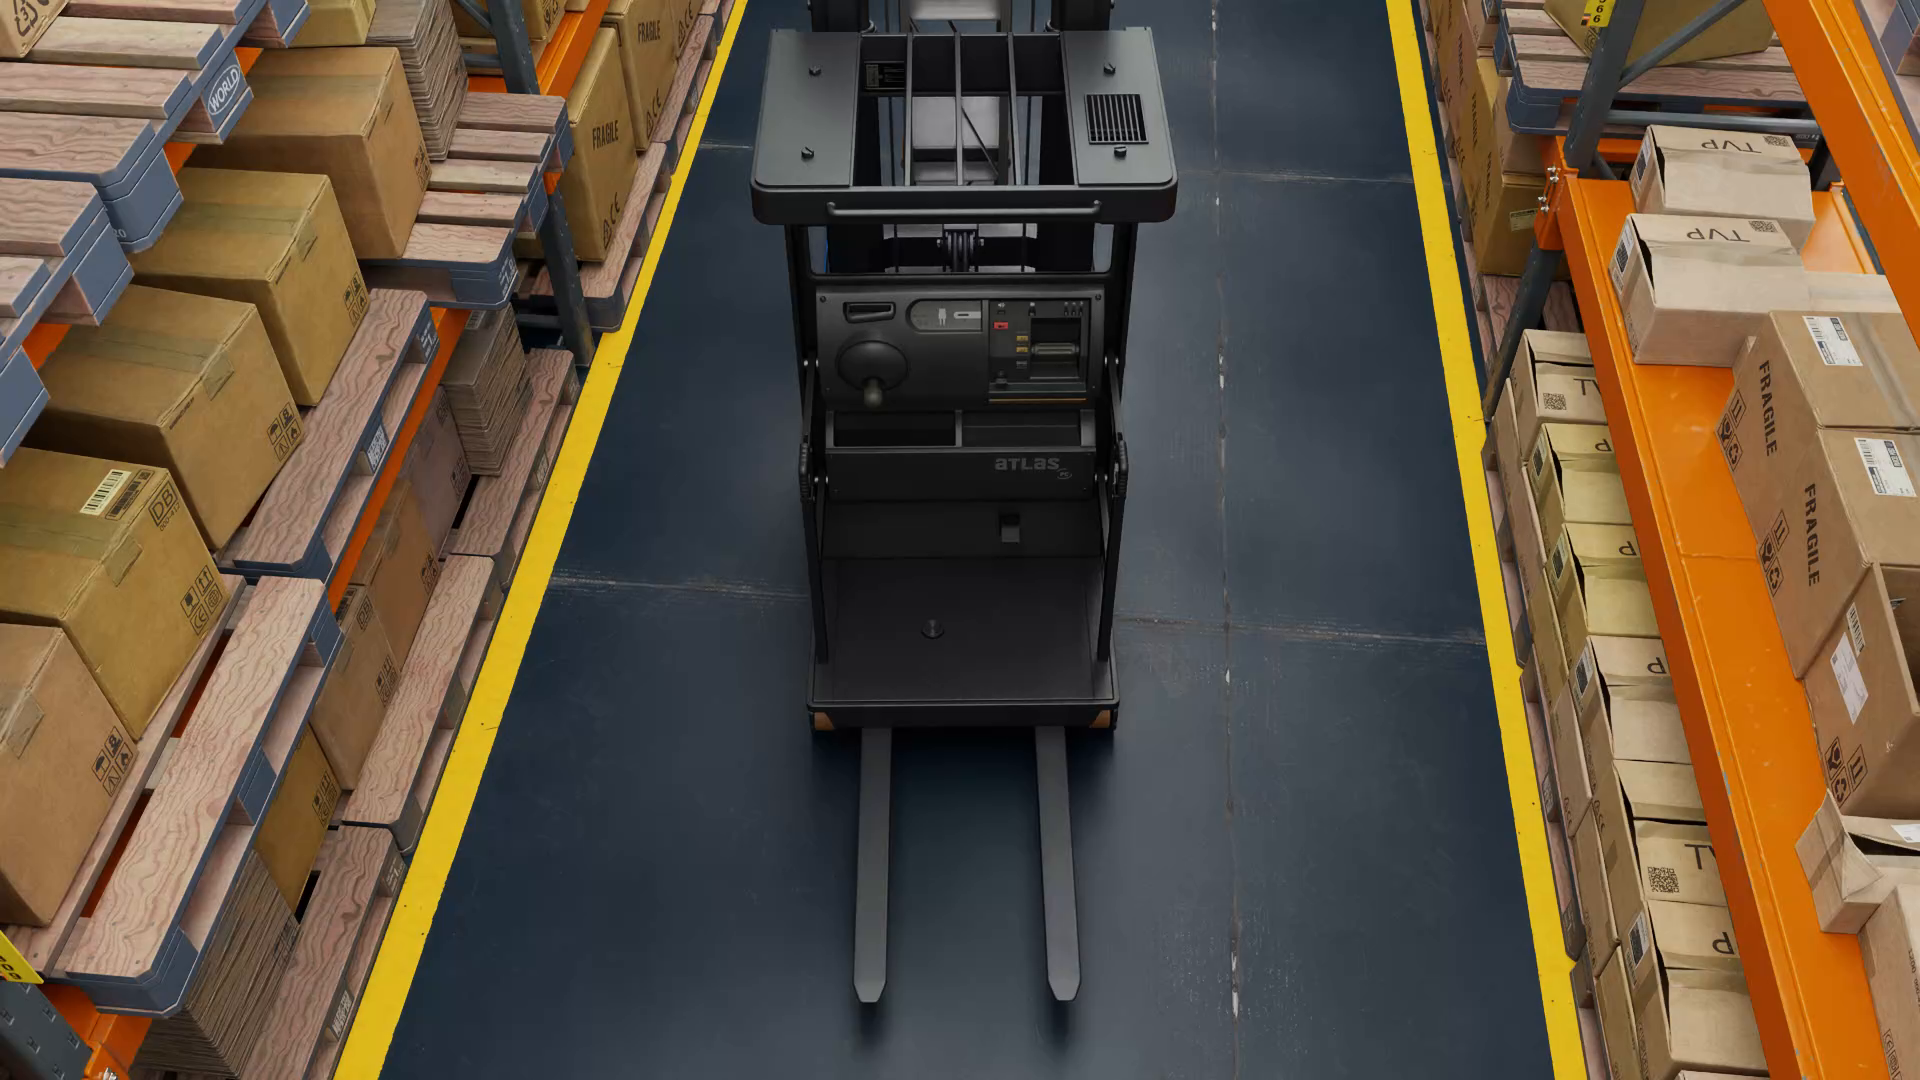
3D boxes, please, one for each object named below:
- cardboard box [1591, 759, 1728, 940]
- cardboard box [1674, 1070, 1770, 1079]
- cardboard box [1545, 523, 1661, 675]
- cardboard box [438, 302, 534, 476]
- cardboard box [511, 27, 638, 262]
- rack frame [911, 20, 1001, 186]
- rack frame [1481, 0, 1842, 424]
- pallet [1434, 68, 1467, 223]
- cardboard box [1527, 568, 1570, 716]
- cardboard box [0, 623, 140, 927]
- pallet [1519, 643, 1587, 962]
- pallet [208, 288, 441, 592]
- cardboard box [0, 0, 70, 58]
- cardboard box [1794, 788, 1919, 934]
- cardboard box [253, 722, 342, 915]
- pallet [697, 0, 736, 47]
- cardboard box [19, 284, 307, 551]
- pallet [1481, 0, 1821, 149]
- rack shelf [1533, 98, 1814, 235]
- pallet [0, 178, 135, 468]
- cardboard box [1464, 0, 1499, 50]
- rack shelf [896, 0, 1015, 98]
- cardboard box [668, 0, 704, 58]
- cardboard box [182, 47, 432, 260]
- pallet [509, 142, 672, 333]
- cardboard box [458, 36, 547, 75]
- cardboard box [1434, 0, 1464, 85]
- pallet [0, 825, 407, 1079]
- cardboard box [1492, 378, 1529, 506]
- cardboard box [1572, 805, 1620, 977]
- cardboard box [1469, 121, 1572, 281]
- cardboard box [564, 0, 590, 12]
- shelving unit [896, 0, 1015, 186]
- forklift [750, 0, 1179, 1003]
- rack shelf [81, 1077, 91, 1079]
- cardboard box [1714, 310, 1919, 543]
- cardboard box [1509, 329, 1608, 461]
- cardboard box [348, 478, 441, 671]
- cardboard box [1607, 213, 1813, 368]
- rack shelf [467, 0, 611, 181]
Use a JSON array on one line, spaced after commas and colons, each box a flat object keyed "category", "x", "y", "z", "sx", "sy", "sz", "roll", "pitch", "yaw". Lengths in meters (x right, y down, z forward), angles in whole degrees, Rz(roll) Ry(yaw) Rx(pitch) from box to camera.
[{"category": "cardboard box", "x": 2.255, "y": 0.941, "z": 5.055, "sx": 0.500, "sy": 0.311, "sz": 0.500, "roll": 4, "pitch": 48, "yaw": 3}, {"category": "cardboard box", "x": 2.166, "y": 1.691, "z": 4.370, "sx": 0.500, "sy": 0.311, "sz": 0.500, "roll": 4, "pitch": 48, "yaw": 4}, {"category": "cardboard box", "x": 2.351, "y": 0.195, "z": 5.738, "sx": 0.500, "sy": 0.311, "sz": 0.500, "roll": 3, "pitch": 48, "yaw": 2}, {"category": "cardboard box", "x": -2.168, "y": -0.631, "z": 6.691, "sx": 0.700, "sy": 0.500, "sz": 0.500, "roll": 4, "pitch": 48, "yaw": 4}, {"category": "cardboard box", "x": -1.956, "y": -1.807, "z": 7.542, "sx": 0.750, "sy": 0.750, "sz": 0.750, "roll": 3, "pitch": 48, "yaw": 3}, {"category": "rack frame", "x": -0.022, "y": -1.738, "z": 6.917, "sx": 0.400, "sy": 2.100, "sz": 0.015, "roll": 0, "pitch": 48, "yaw": 0}, {"category": "rack frame", "x": 2.779, "y": -1.529, "z": 6.115, "sx": 1.000, "sy": 3.000, "sz": 0.127, "roll": 4, "pitch": 48, "yaw": 4}, {"category": "pallet", "x": 2.999, "y": -2.028, "z": 8.462, "sx": 1.003, "sy": 0.211, "sz": 1.213, "roll": 4, "pitch": 48, "yaw": 4}, {"category": "cardboard box", "x": 2.353, "y": 0.374, "z": 5.954, "sx": 0.500, "sy": 0.250, "sz": 0.500, "roll": 3, "pitch": 48, "yaw": 2}, {"category": "cardboard box", "x": -2.438, "y": 0.526, "z": 3.870, "sx": 0.700, "sy": 0.500, "sz": 0.500, "roll": 4, "pitch": 48, "yaw": 4}, {"category": "pallet", "x": 2.552, "y": 0.909, "z": 5.776, "sx": 1.003, "sy": 0.211, "sz": 1.213, "roll": 4, "pitch": 48, "yaw": 4}, {"category": "pallet", "x": -2.294, "y": -0.337, "z": 5.155, "sx": 1.003, "sy": 0.211, "sz": 1.213, "roll": 4, "pitch": 48, "yaw": 4}, {"category": "cardboard box", "x": -2.277, "y": -1.410, "z": 3.622, "sx": 0.500, "sy": 0.500, "sz": 0.500, "roll": 2, "pitch": 48, "yaw": 2}, {"category": "cardboard box", "x": 2.312, "y": 0.798, "z": 4.079, "sx": 0.396, "sy": 0.266, "sz": 0.258, "roll": 3, "pitch": 48, "yaw": 3}, {"category": "cardboard box", "x": -2.471, "y": 0.850, "z": 5.335, "sx": 0.700, "sy": 0.500, "sz": 0.500, "roll": 3, "pitch": 48, "yaw": 3}, {"category": "pallet", "x": -1.785, "y": -3.285, "z": 9.612, "sx": 1.003, "sy": 0.211, "sz": 1.213, "roll": 4, "pitch": 48, "yaw": 4}, {"category": "cardboard box", "x": -2.351, "y": -0.370, "z": 4.690, "sx": 0.700, "sy": 0.500, "sz": 0.500, "roll": 10, "pitch": 48, "yaw": 9}, {"category": "pallet", "x": 2.771, "y": -1.967, "z": 6.646, "sx": 1.213, "sy": 0.211, "sz": 1.003, "roll": 4, "pitch": 48, "yaw": 4}, {"category": "rack shelf", "x": 2.962, "y": -2.756, "z": 7.725, "sx": 1.077, "sy": 0.370, "sz": 4.000, "roll": 4, "pitch": 48, "yaw": 4}, {"category": "pallet", "x": -2.356, "y": -0.315, "z": 3.100, "sx": 1.213, "sy": 0.211, "sz": 1.003, "roll": 4, "pitch": 48, "yaw": 4}, {"category": "cardboard box", "x": 2.721, "y": -2.583, "z": 7.968, "sx": 0.500, "sy": 0.250, "sz": 0.500, "roll": 3, "pitch": 48, "yaw": 3}, {"category": "rack shelf", "x": -0.019, "y": -2.021, "z": 6.246, "sx": 0.431, "sy": 0.518, "sz": 0.480, "roll": 0, "pitch": 48, "yaw": 0}, {"category": "cardboard box", "x": -1.797, "y": -3.075, "z": 8.702, "sx": 0.750, "sy": 0.750, "sz": 0.750, "roll": 5, "pitch": 48, "yaw": 5}, {"category": "cardboard box", "x": -2.211, "y": -1.283, "z": 5.525, "sx": 0.700, "sy": 0.500, "sz": 0.500, "roll": 0, "pitch": 48, "yaw": 0}, {"category": "pallet", "x": -2.007, "y": -1.492, "z": 7.972, "sx": 1.003, "sy": 0.211, "sz": 1.213, "roll": 4, "pitch": 48, "yaw": 4}, {"category": "cardboard box", "x": -1.893, "y": -2.007, "z": 6.710, "sx": 0.380, "sy": 0.149, "sz": 0.250, "roll": 3, "pitch": 48, "yaw": 3}, {"category": "cardboard box", "x": 2.767, "y": -2.674, "z": 8.559, "sx": 0.500, "sy": 0.500, "sz": 0.500, "roll": 4, "pitch": 48, "yaw": 4}, {"category": "pallet", "x": -2.449, "y": 1.449, "z": 5.282, "sx": 1.003, "sy": 0.211, "sz": 1.213, "roll": 4, "pitch": 48, "yaw": 4}, {"category": "cardboard box", "x": 2.439, "y": -0.377, "z": 6.641, "sx": 0.500, "sy": 0.250, "sz": 0.500, "roll": 4, "pitch": 48, "yaw": 3}, {"category": "cardboard box", "x": 2.258, "y": 1.125, "z": 5.267, "sx": 0.500, "sy": 0.250, "sz": 0.500, "roll": 5, "pitch": 48, "yaw": 4}, {"category": "cardboard box", "x": 2.631, "y": -1.537, "z": 7.519, "sx": 0.500, "sy": 0.500, "sz": 0.500, "roll": 6, "pitch": 48, "yaw": 5}, {"category": "cardboard box", "x": -1.753, "y": -2.382, "z": 7.052, "sx": 0.380, "sy": 0.149, "sz": 0.250, "roll": 5, "pitch": 48, "yaw": 5}, {"category": "shelving unit", "x": -0.019, "y": -1.558, "z": 6.752, "sx": 0.431, "sy": 2.100, "sz": 0.503, "roll": 0, "pitch": 48, "yaw": 0}, {"category": "forklift", "x": 0.007, "y": -0.529, "z": 5.248, "sx": 1.130, "sy": 2.935, "sz": 3.031, "roll": 0, "pitch": 48, "yaw": 0}, {"category": "rack shelf", "x": -2.701, "y": 2.793, "z": 2.651, "sx": 1.077, "sy": 0.370, "sz": 4.000, "roll": 4, "pitch": 48, "yaw": 4}, {"category": "cardboard box", "x": 2.643, "y": -0.328, "z": 4.950, "sx": 0.500, "sy": 0.500, "sz": 0.500, "roll": 2, "pitch": 48, "yaw": 1}, {"category": "cardboard box", "x": 2.439, "y": -0.567, "z": 6.434, "sx": 0.500, "sy": 0.311, "sz": 0.500, "roll": 5, "pitch": 48, "yaw": 5}, {"category": "cardboard box", "x": -2.348, "y": 0.106, "z": 6.016, "sx": 0.700, "sy": 0.500, "sz": 0.500, "roll": 4, "pitch": 48, "yaw": 3}, {"category": "cardboard box", "x": 2.505, "y": -0.854, "z": 5.559, "sx": 0.500, "sy": 0.311, "sz": 0.500, "roll": 3, "pitch": 48, "yaw": 3}, {"category": "rack shelf", "x": -1.972, "y": -3.086, "z": 8.027, "sx": 1.077, "sy": 0.370, "sz": 4.000, "roll": 4, "pitch": 48, "yaw": 4}]
